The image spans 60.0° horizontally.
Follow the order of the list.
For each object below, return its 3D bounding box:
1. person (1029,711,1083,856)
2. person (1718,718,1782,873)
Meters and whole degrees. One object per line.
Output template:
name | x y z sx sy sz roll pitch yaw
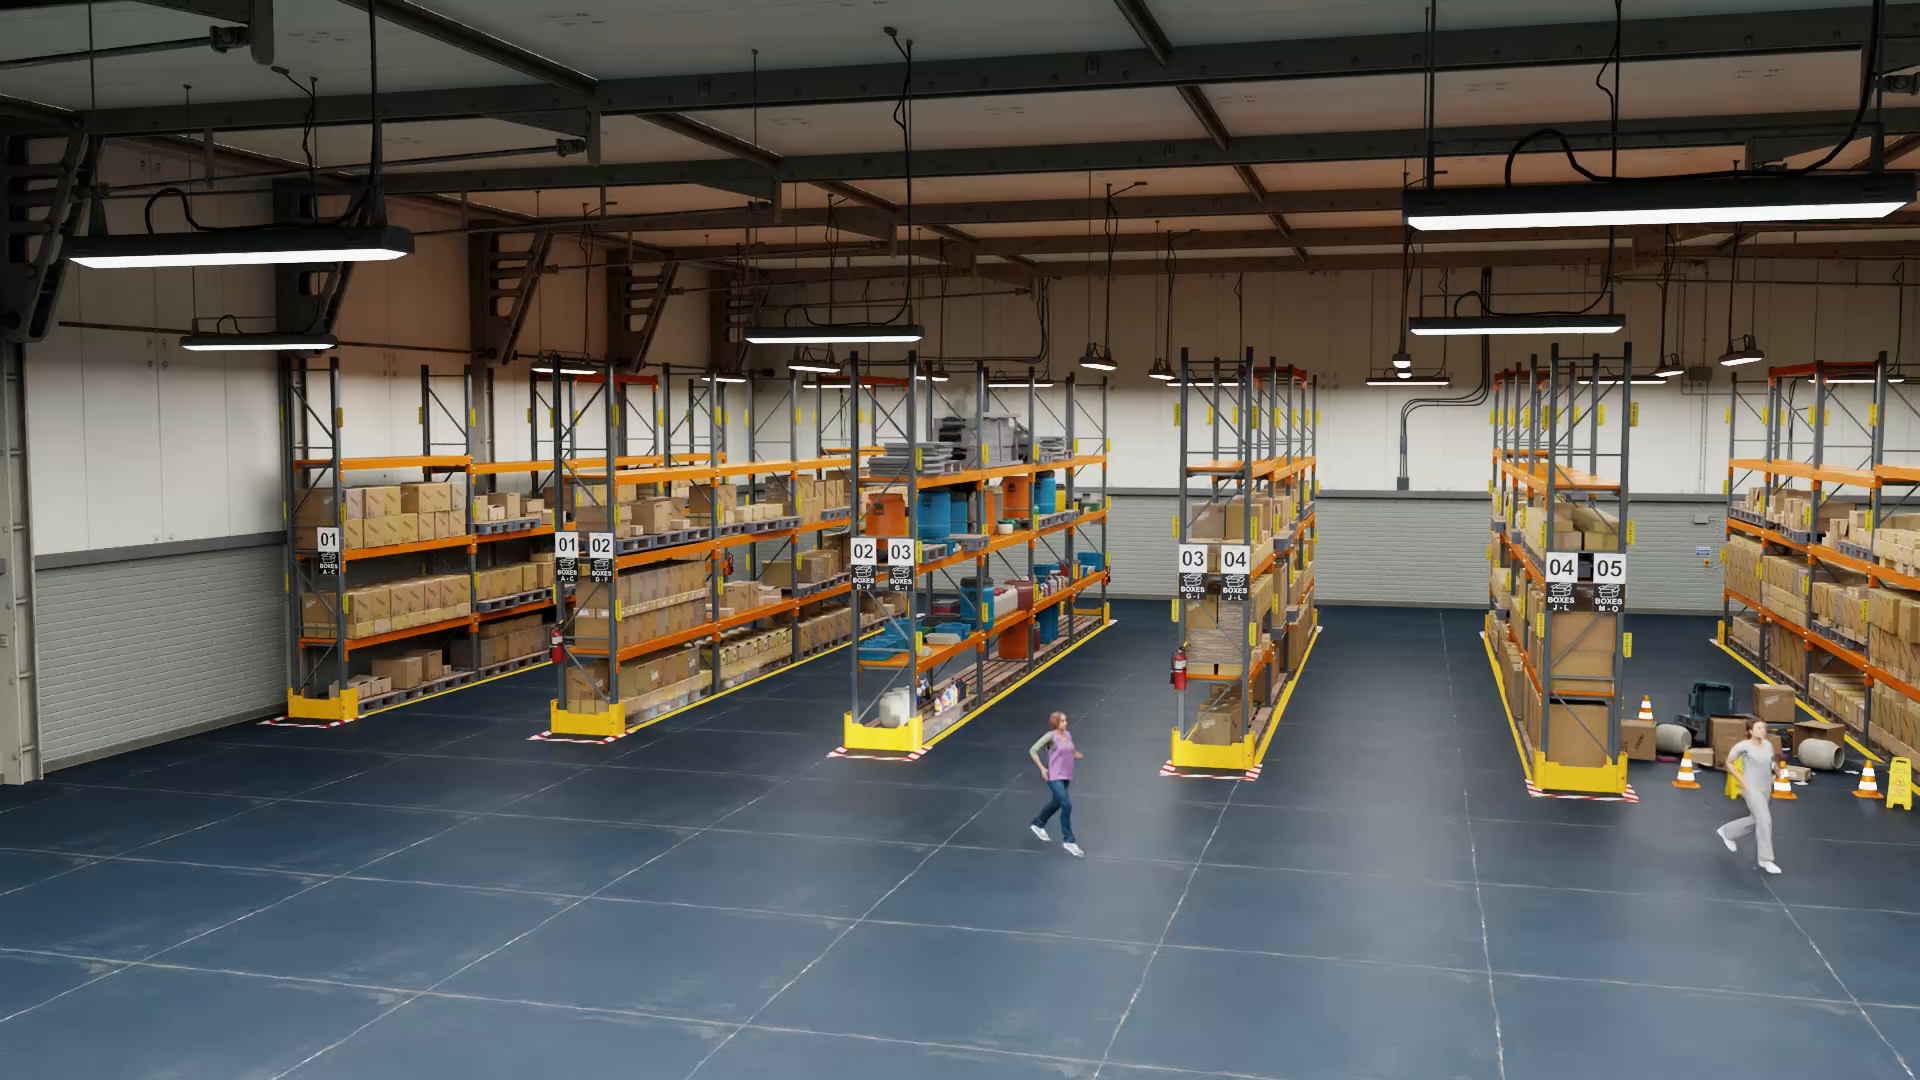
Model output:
person | 1.124 2.776 19.206 0.820 1.620 0.524 3 5 39
person | 8.870 2.809 18.615 0.536 1.675 0.863 -2 4 -21
